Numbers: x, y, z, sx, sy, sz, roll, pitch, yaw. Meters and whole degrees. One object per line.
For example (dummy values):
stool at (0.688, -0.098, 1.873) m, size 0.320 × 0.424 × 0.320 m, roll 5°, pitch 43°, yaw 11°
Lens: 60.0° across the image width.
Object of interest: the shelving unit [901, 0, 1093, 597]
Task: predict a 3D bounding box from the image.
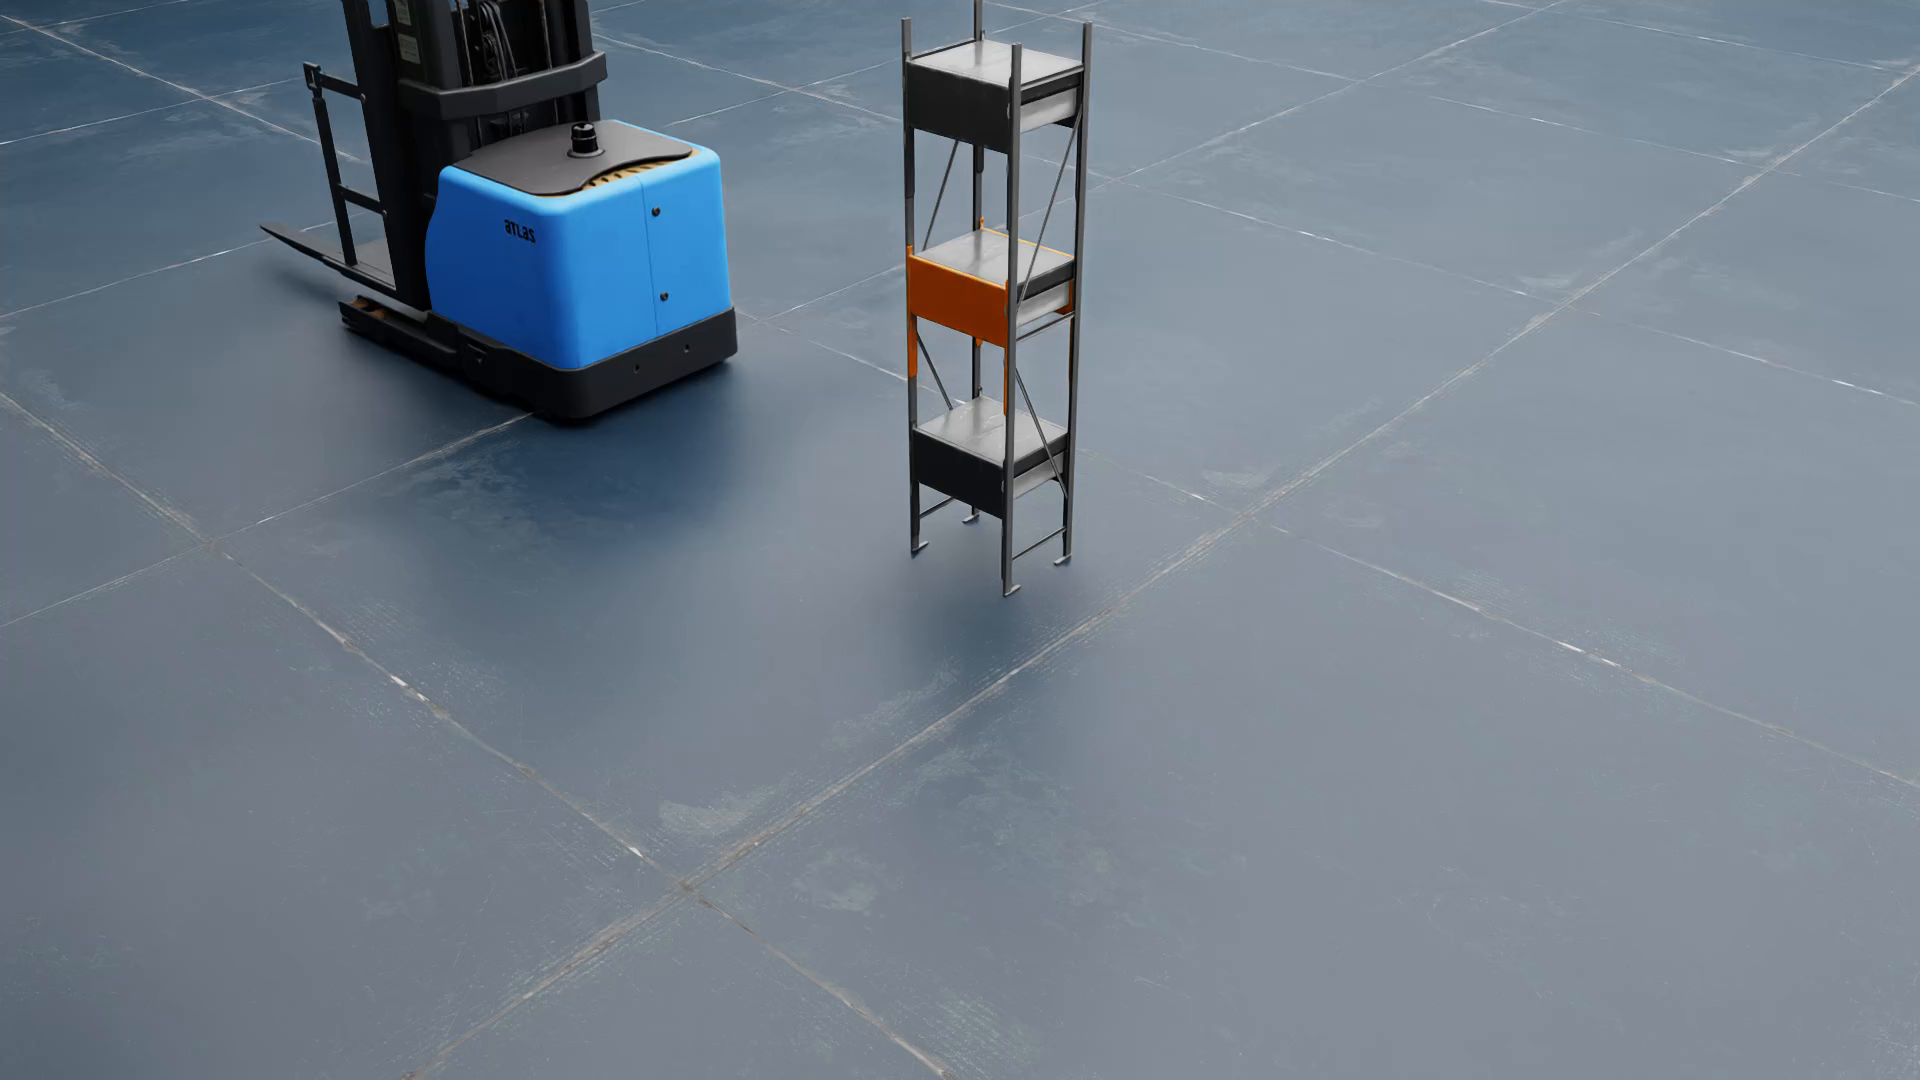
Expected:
shelving unit at (0.123, -0.842, 6.113) m, size 0.503 × 2.100 × 0.431 m, roll 25°, pitch 39°, yaw 35°

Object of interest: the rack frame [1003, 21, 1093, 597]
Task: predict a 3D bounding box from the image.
rack frame at (0.304, -0.758, 5.973) m, size 0.015 × 2.100 × 0.400 m, roll 25°, pitch 39°, yaw 35°

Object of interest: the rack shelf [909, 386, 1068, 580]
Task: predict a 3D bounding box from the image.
rack shelf at (0.123, -0.231, 6.481) m, size 0.480 × 0.518 × 0.431 m, roll 25°, pitch 39°, yaw 35°

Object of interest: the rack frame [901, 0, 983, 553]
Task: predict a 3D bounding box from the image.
rack frame at (-0.058, -0.927, 6.254) m, size 0.015 × 2.100 × 0.400 m, roll 25°, pitch 39°, yaw 35°

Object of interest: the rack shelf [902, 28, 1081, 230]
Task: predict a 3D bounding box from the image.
rack shelf at (0.123, -1.430, 5.759) m, size 0.480 × 0.518 × 0.431 m, roll 25°, pitch 39°, yaw 35°

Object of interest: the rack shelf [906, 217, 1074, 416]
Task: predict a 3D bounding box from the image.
rack shelf at (0.123, -0.831, 6.120) m, size 0.480 × 0.518 × 0.431 m, roll 25°, pitch 39°, yaw 35°

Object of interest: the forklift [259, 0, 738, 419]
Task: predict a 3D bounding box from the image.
forklift at (-2.532, -2.436, 7.955) m, size 3.031 × 2.935 × 1.130 m, roll 24°, pitch 39°, yaw 34°
